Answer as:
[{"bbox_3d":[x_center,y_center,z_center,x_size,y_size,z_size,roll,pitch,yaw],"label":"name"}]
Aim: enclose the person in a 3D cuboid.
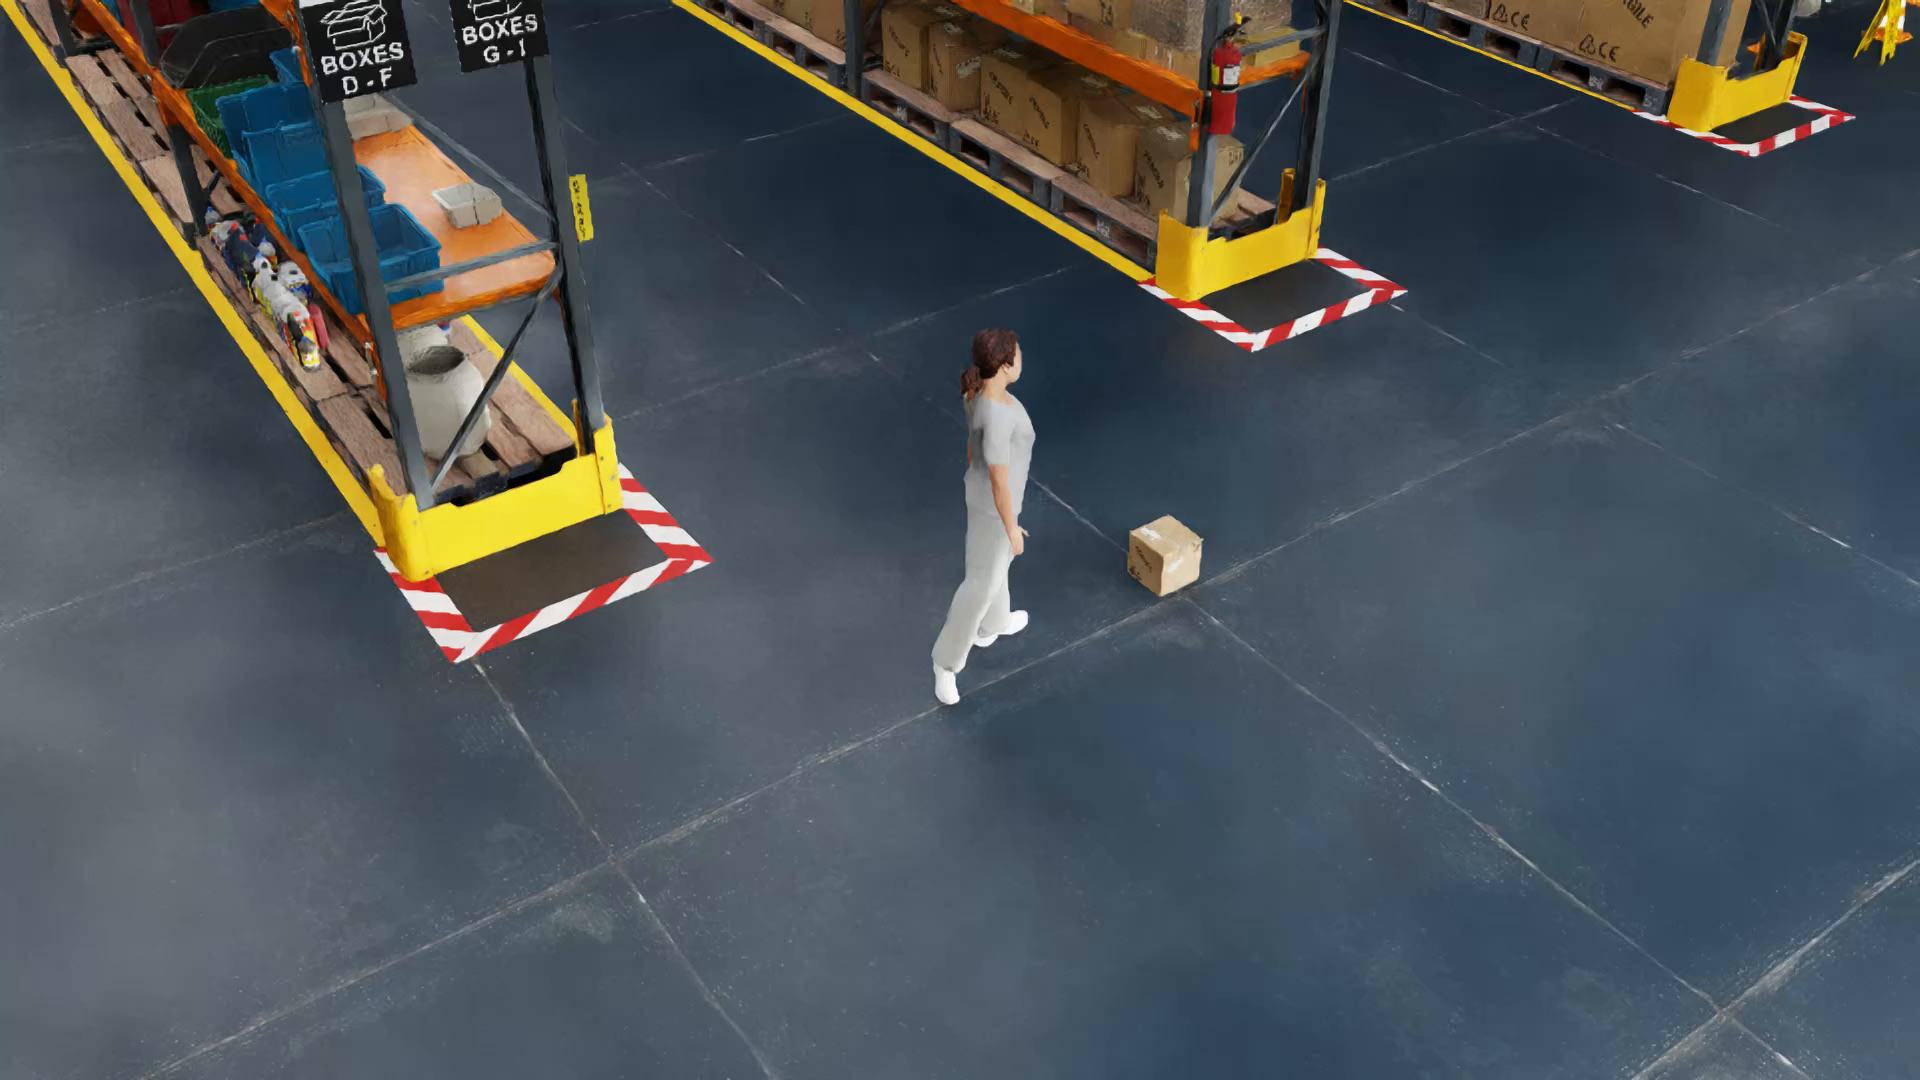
[{"bbox_3d":[0.100,-0.099,7.140,0.471,1.668,0.646,-1,37,-2],"label":"person"}]
